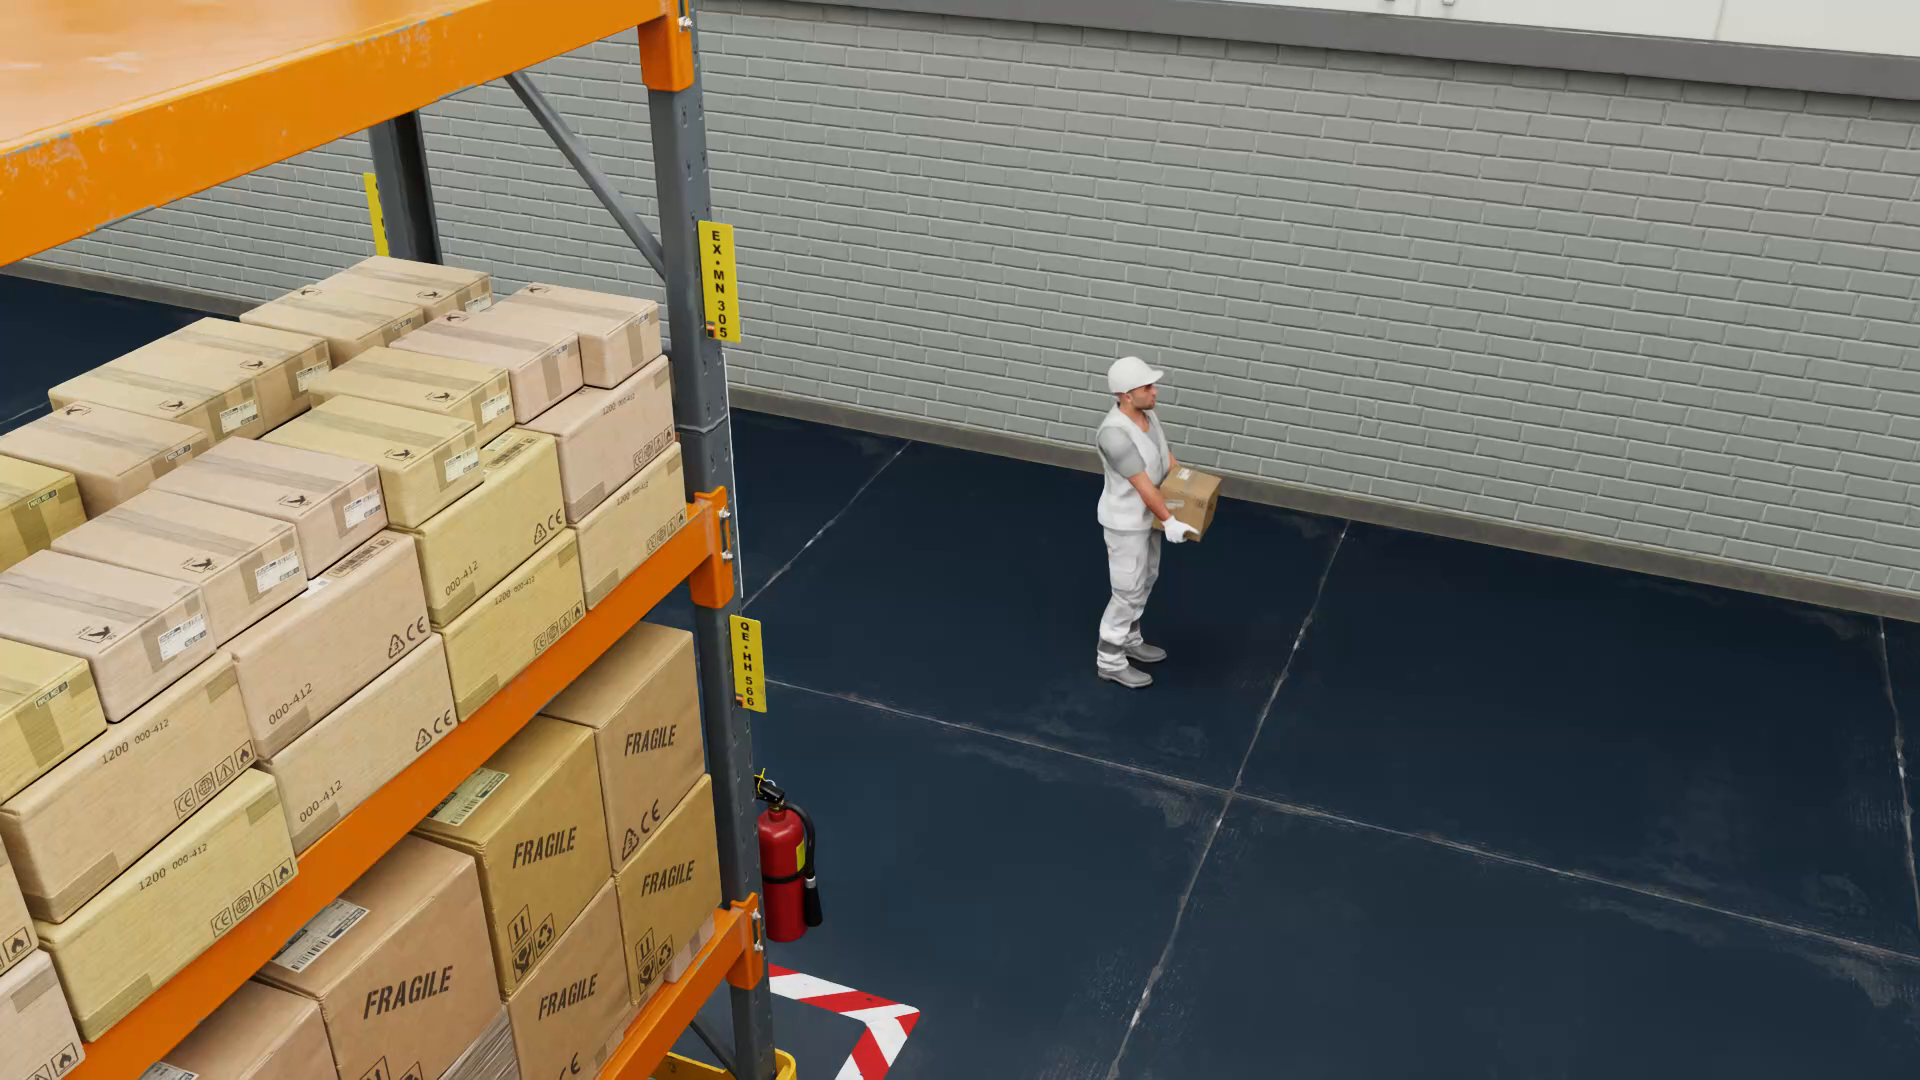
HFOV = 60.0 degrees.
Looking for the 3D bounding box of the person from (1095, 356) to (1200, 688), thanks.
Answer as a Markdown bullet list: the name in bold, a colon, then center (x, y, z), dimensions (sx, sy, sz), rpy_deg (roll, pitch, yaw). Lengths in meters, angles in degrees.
- **person**: center (0.990, -0.083, 8.529), dimensions (0.568, 1.783, 0.494), rpy_deg (12, 31, 20)
